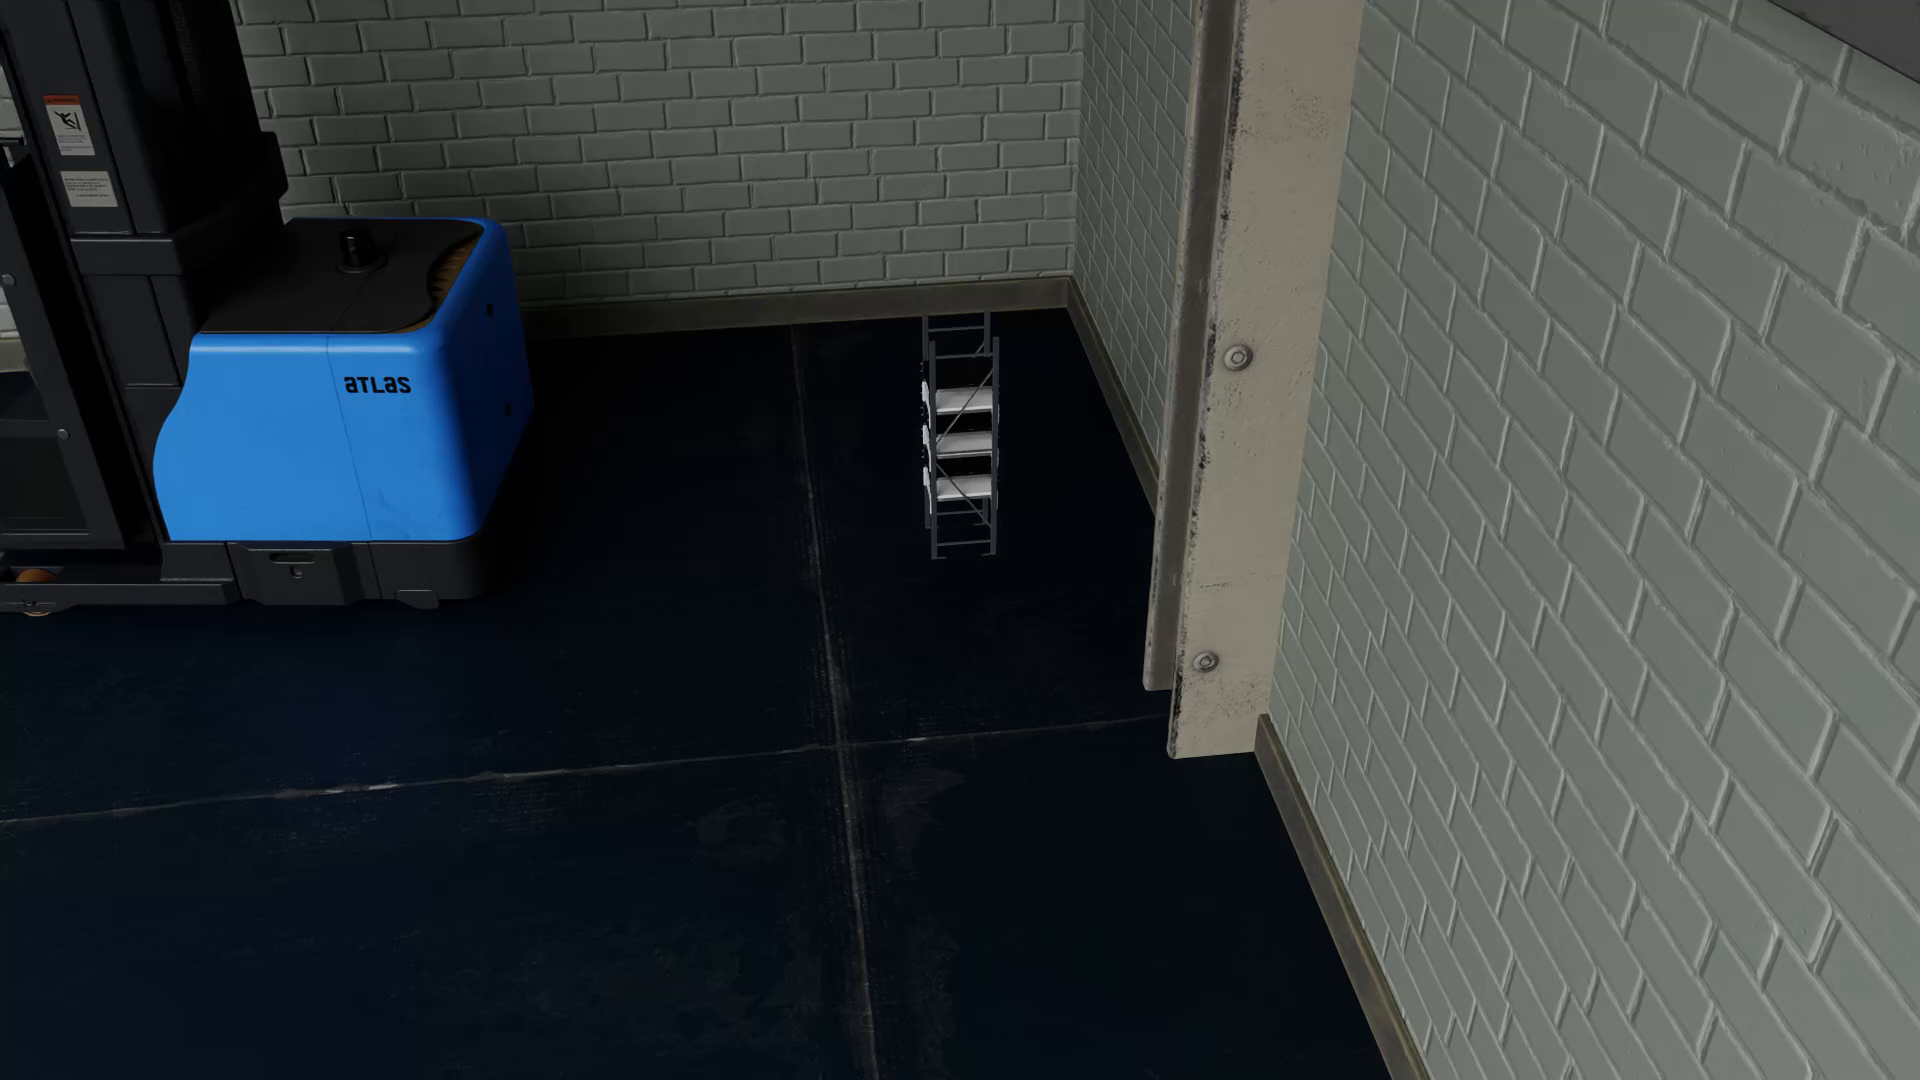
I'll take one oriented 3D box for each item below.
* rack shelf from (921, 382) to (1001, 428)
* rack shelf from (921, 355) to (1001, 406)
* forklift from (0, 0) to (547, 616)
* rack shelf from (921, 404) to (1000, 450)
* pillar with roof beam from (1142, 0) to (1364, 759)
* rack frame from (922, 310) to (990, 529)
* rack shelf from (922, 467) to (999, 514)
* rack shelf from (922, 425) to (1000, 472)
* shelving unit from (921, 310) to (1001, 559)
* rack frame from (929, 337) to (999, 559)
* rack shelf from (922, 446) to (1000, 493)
[{"bbox_3d":[0.001,-0.489,5.907,0.258,0.077,0.200,-4,35,-6],"label":"rack shelf"},{"bbox_3d":[0.001,-0.563,5.857,0.258,0.077,0.200,-4,35,-6],"label":"rack shelf"},{"bbox_3d":[-3.155,-1.241,5.468,3.031,2.935,1.130,0,34,0],"label":"forklift"},{"bbox_3d":[0.001,-0.414,5.958,0.258,0.077,0.200,-4,35,-6],"label":"rack shelf"},{"bbox_3d":[-3.477,-2.826,2.405,9.100,9.000,0.400,-4,35,-6],"label":"pillar with roof beam"},{"bbox_3d":[-0.013,-0.424,6.073,0.240,0.900,0.006,-4,35,-6],"label":"rack frame"},{"bbox_3d":[0.001,-0.191,6.110,0.258,0.077,0.200,-4,35,-6],"label":"rack shelf"},{"bbox_3d":[0.001,-0.340,6.009,0.258,0.077,0.200,-4,35,-6],"label":"rack shelf"},{"bbox_3d":[0.001,-0.367,5.990,0.258,0.900,0.210,-4,35,-6],"label":"shelving unit"},{"bbox_3d":[0.015,-0.311,5.907,0.240,0.900,0.006,-4,35,-6],"label":"rack frame"},{"bbox_3d":[0.001,-0.265,6.059,0.258,0.077,0.200,-4,35,-6],"label":"rack shelf"}]
